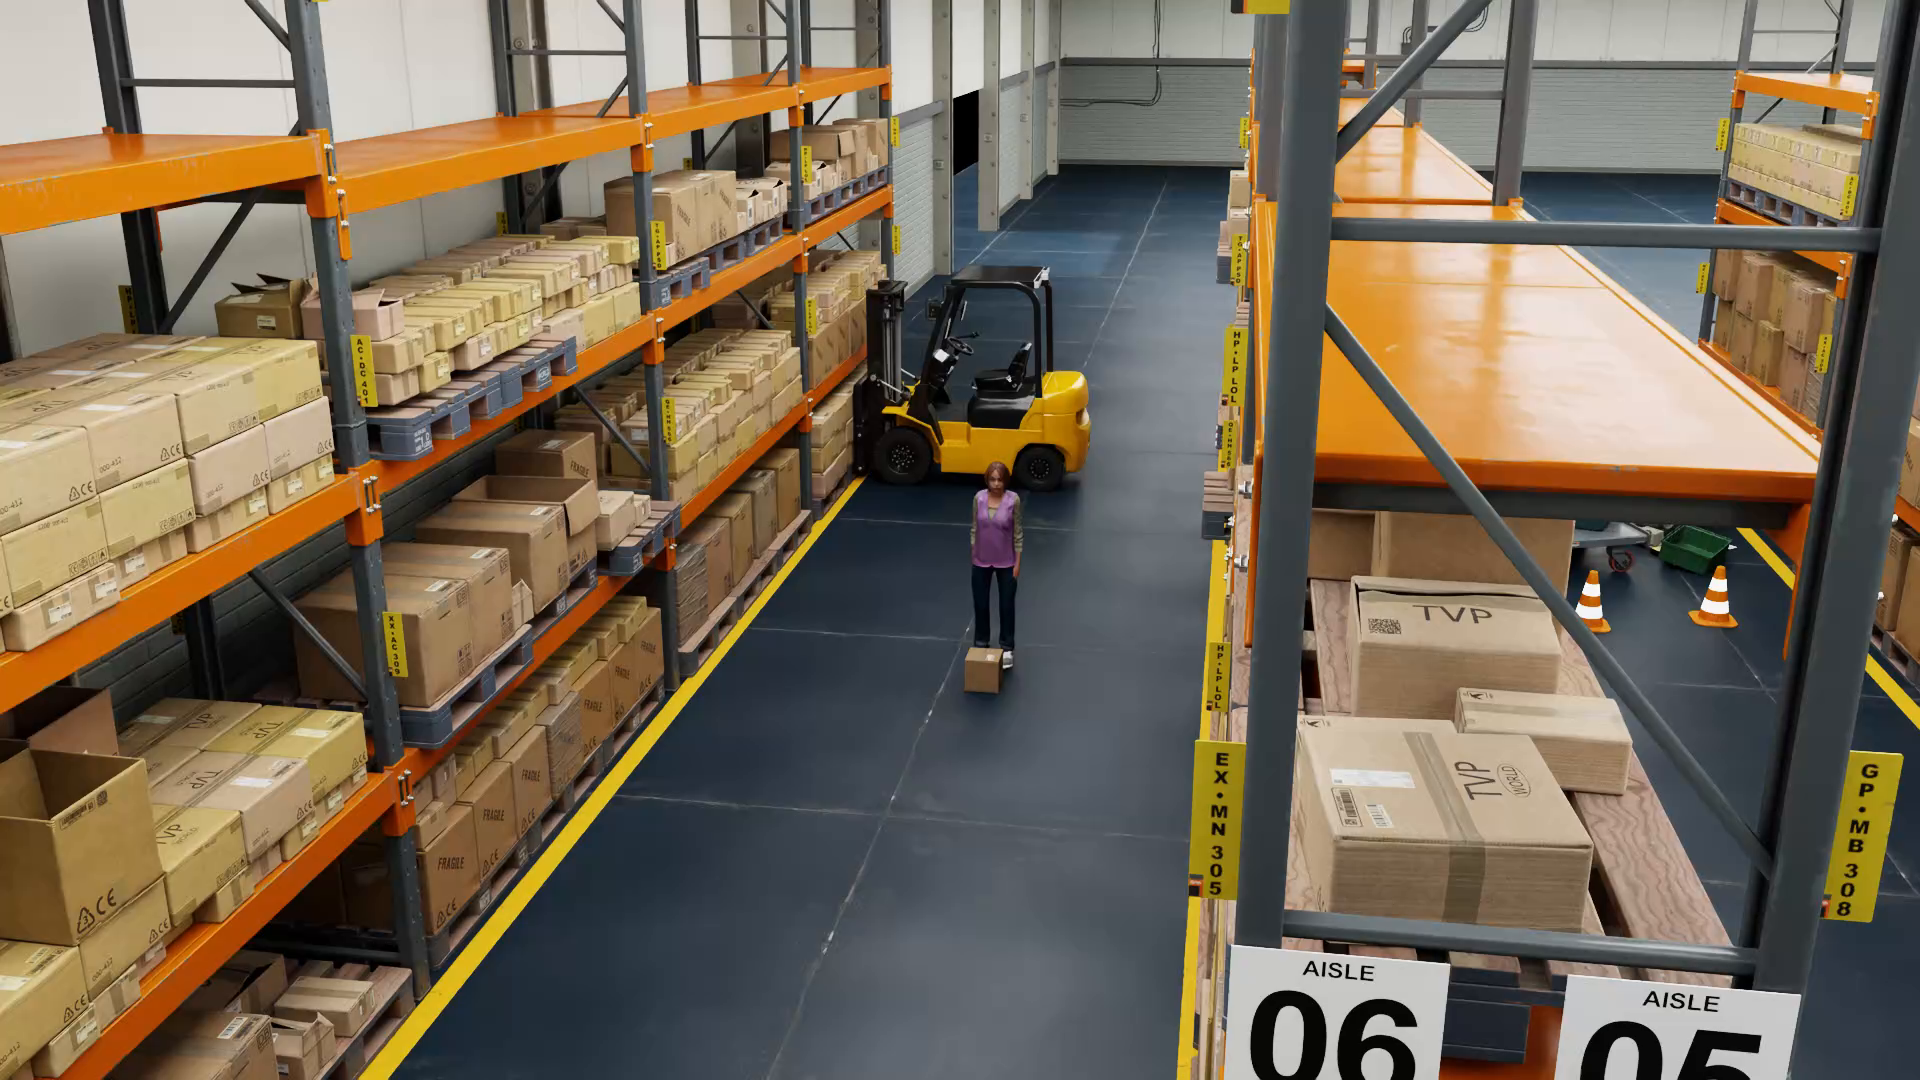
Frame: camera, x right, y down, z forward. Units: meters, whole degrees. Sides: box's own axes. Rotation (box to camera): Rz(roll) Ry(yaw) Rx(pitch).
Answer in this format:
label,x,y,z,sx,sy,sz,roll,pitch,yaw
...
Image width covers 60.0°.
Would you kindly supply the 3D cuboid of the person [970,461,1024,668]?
label,x,y,z,sx,sy,sz,roll,pitch,yaw
person,0.276,0.180,12.526,0.405,1.596,0.312,3,18,10
